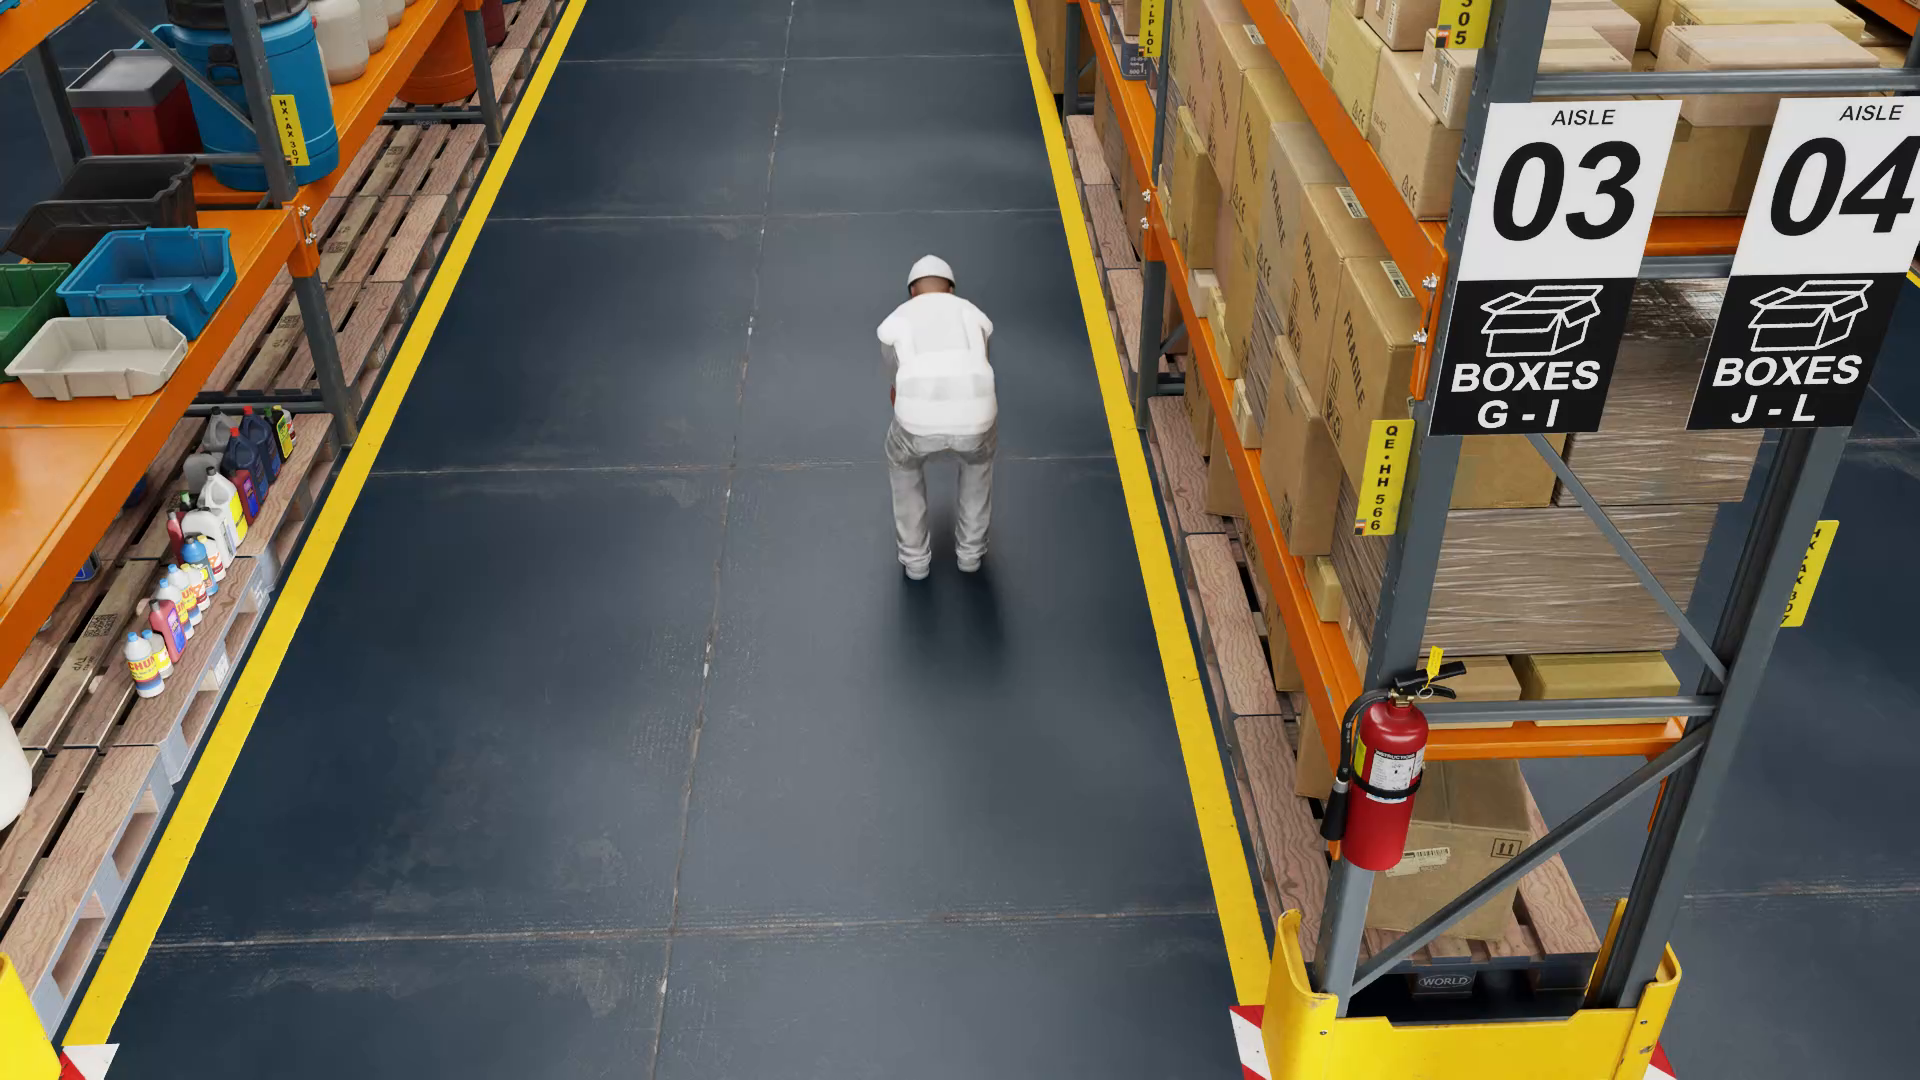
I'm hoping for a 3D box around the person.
[{"bbox_3d":[-0.100,-0.521,7.347,0.504,1.239,0.953,-3,35,-4],"label":"person"}]
